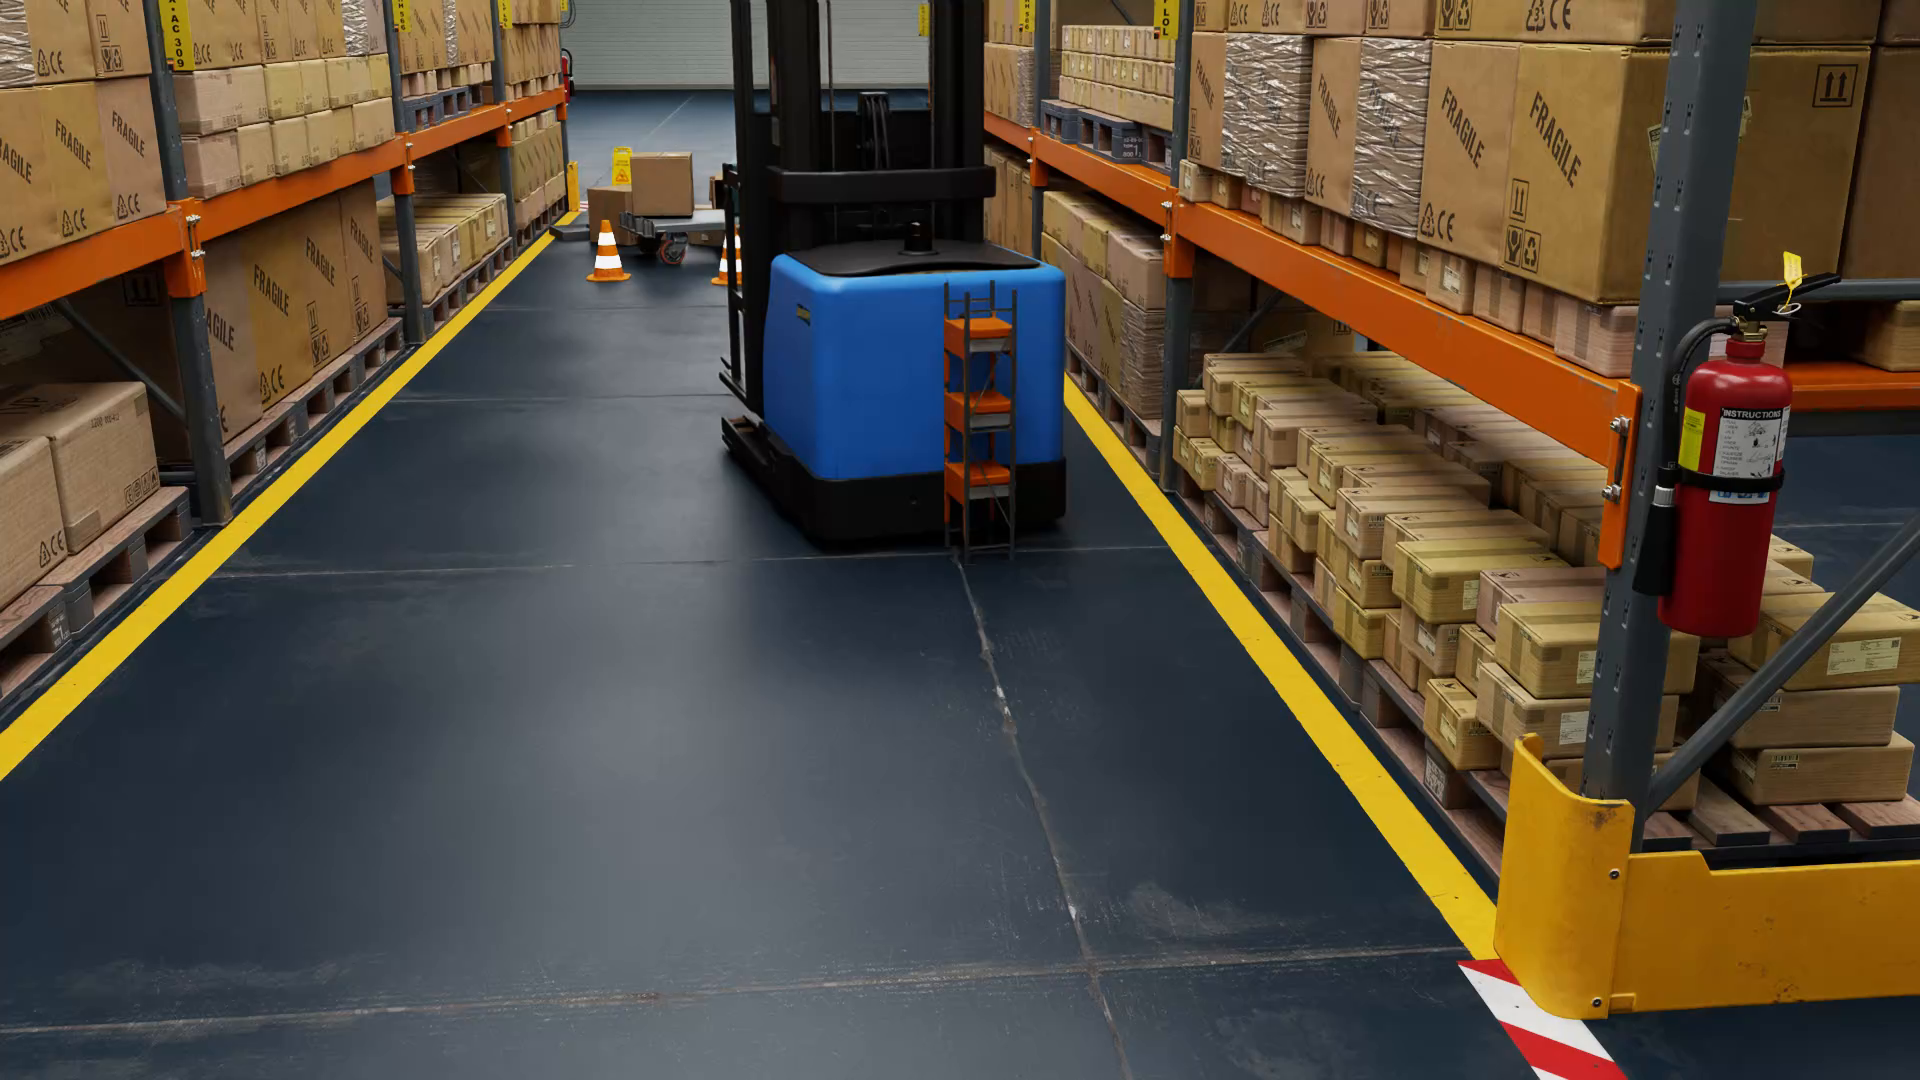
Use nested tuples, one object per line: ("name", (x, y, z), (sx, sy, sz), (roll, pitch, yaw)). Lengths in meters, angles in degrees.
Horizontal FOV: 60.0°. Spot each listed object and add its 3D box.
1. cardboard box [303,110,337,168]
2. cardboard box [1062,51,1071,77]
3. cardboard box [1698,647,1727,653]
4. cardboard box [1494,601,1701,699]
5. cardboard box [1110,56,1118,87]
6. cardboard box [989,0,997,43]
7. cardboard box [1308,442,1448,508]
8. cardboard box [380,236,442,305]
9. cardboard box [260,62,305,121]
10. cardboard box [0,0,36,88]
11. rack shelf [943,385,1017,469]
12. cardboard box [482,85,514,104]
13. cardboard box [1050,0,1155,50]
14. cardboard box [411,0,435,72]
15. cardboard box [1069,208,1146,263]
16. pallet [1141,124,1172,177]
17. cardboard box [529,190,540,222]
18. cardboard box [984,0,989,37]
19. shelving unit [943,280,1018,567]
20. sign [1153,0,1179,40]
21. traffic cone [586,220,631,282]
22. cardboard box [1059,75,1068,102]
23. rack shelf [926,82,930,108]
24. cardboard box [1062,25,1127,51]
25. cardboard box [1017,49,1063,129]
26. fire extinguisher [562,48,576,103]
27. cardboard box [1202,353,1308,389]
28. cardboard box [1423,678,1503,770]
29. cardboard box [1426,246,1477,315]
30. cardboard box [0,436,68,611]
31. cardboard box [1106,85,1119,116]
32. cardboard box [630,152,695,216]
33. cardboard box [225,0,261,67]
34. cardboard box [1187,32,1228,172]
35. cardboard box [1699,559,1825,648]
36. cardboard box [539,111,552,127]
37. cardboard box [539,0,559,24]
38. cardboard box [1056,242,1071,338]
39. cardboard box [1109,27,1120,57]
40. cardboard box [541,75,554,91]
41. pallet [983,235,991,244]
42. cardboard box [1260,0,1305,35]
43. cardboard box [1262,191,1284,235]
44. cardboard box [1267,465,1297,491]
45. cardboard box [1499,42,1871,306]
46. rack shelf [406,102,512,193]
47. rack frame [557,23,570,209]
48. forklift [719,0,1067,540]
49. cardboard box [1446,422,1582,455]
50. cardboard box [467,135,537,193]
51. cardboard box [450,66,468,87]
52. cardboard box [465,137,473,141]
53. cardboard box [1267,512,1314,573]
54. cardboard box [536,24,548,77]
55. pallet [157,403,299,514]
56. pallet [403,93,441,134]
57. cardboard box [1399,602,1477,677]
("cardboard box", (-3.440, -2.005, 8.305), (0.500, 0.250, 0.500), (-2, 18, -7))
("cardboard box", (0.828, -2.927, 10.216), (0.380, 0.149, 0.250), (-1, 17, -3))
("cardboard box", (2.032, 0.299, 4.279), (0.380, 0.149, 0.250), (-2, 18, -6))
("cardboard box", (1.497, 0.254, 3.924), (0.380, 0.149, 0.250), (-2, 17, -5))
("cardboard box", (0.994, -2.463, 8.738), (0.380, 0.149, 0.250), (-1, 17, -4))
("cardboard box", (0.623, -4.424, 13.924), (0.700, 0.500, 0.500), (-2, 18, -7))
("cardboard box", (1.356, -0.212, 5.410), (0.380, 0.149, 0.250), (-2, 18, -5))
("cardboard box", (-3.983, -1.787, 11.049), (0.950, 0.372, 0.625), (-3, 18, -9))
("cardboard box", (-3.395, -2.093, 7.751), (0.500, 0.250, 0.500), (-2, 17, -5))
("cardboard box", (-3.093, -1.570, 4.835), (0.500, 0.500, 0.500), (-2, 17, -5))
("rack shelf", (0.075, -0.432, 6.336), (0.215, 0.259, 0.240), (-6, 18, -17))
("cardboard box", (-4.061, -3.848, 14.345), (0.380, 0.149, 0.250), (-2, 18, -6))
("cardboard box", (0.942, -3.514, 11.026), (0.700, 0.500, 0.500), (-2, 18, -6))
("cardboard box", (-3.812, -3.358, 11.002), (0.500, 0.500, 0.500), (-1, 17, -3))
("cardboard box", (0.899, -1.709, 9.333), (0.500, 0.250, 0.500), (-2, 18, -5))
("pallet", (1.456, -1.804, 7.736), (1.003, 0.211, 1.213), (-2, 18, -6))
("cardboard box", (-4.206, -3.095, 15.418), (0.500, 0.250, 0.500), (-1, 17, -3))
("cardboard box", (0.562, -4.745, 14.729), (0.875, 0.550, 0.550), (-2, 18, -6))
("shelving unit", (0.075, -0.442, 6.333), (0.215, 1.050, 0.252), (-6, 18, -17))
("sign", (0.839, -2.198, 6.736), (0.100, 0.325, 0.005), (-2, 18, -6))
("traffic cone", (-2.827, -2.327, 13.318), (0.336, 0.463, 0.334), (-2, 18, -6))
("cardboard box", (0.823, -2.796, 10.294), (0.380, 0.149, 0.250), (-2, 18, -6))
("rack shelf", (0.359, -4.300, 16.566), (1.077, 0.370, 4.000), (-2, 18, -6))
("cardboard box", (0.833, -3.075, 10.188), (0.380, 0.149, 0.250), (-2, 18, -6))
("cardboard box", (0.664, -3.029, 11.150), (0.500, 0.500, 0.500), (-2, 18, -6))
("fire extinguisher", (-4.314, -5.067, 17.938), (0.296, 0.674, 0.183), (-2, 18, -6))
("cardboard box", (1.220, -0.678, 6.895), (0.380, 0.149, 0.250), (-1, 17, -3))
("cardboard box", (1.414, 0.464, 4.249), (0.380, 0.149, 0.250), (-1, 17, -4))
("cardboard box", (1.410, -0.665, 4.207), (0.380, 0.149, 0.250), (-1, 17, -4))
("cardboard box", (-3.472, -0.001, 5.250), (0.875, 0.438, 0.875), (-2, 18, -7))
("cardboard box", (0.988, -2.324, 8.789), (0.380, 0.149, 0.250), (-2, 18, -7))
("cardboard box", (-2.580, -3.096, 14.441), (0.500, 0.500, 0.500), (-2, 18, -6))
("cardboard box", (-3.362, -2.296, 7.146), (0.500, 0.500, 0.500), (-2, 18, -6))
("cardboard box", (1.191, -1.698, 6.413), (0.500, 0.500, 0.500), (-2, 18, -7))
("cardboard box", (1.939, 0.159, 4.227), (0.380, 0.149, 0.250), (-1, 17, -5))
("cardboard box", (-4.291, -4.198, 16.597), (0.380, 0.149, 0.250), (-1, 17, -5))
("cardboard box", (-4.291, -5.277, 16.145), (0.700, 0.500, 0.500), (-2, 18, -6))
("cardboard box", (0.853, -1.495, 9.902), (0.500, 0.500, 0.500), (-2, 17, -5))
("cardboard box", (0.992, -2.610, 8.708), (0.380, 0.149, 0.250), (-2, 18, -6))
("cardboard box", (-4.311, -4.606, 16.760), (0.380, 0.149, 0.250), (-1, 17, -5))
("pallet", (0.720, -2.489, 14.253), (1.003, 0.211, 1.213), (-2, 18, -6))
("cardboard box", (1.285, -1.883, 5.335), (0.500, 0.500, 0.500), (-1, 17, -5))
("cardboard box", (1.258, -1.138, 5.714), (0.380, 0.149, 0.250), (-1, 17, -5))
("cardboard box", (1.316, -0.220, 5.933), (0.380, 0.149, 0.250), (-1, 17, -3))
("cardboard box", (1.501, -0.787, 3.513), (0.500, 0.500, 0.500), (-1, 17, -5))
("rack shelf", (-4.141, -2.925, 12.187), (1.077, 0.370, 4.000), (-2, 18, -6))
("rack frame", (-4.760, -5.056, 17.773), (1.000, 3.000, 0.127), (-2, 18, -6))
("forklift", (-0.515, -1.800, 7.518), (1.130, 2.935, 3.031), (-6, 18, -17))
("cardboard box", (1.894, -0.303, 5.700), (0.380, 0.149, 0.250), (-2, 18, -8))
("cardboard box", (-4.207, -3.453, 15.307), (0.500, 0.500, 0.500), (-1, 17, -3))
("cardboard box", (-3.929, -3.495, 12.521), (0.380, 0.149, 0.250), (-2, 18, -6))
("cardboard box", (-4.730, -3.430, 15.231), (0.500, 0.500, 0.500), (-1, 17, -5))
("cardboard box", (1.283, 0.000, 5.727), (0.380, 0.149, 0.250), (-2, 18, -7))
("cardboard box", (-4.335, -4.794, 16.274), (0.500, 0.500, 0.500), (-2, 18, -6))
("pallet", (-3.677, -0.378, 7.527), (1.003, 0.211, 1.213), (-2, 18, -6))
("pallet", (-4.115, -2.790, 10.875), (1.213, 0.211, 1.003), (-2, 18, -6))
("cardboard box", (1.409, 0.243, 4.457), (0.380, 0.149, 0.250), (-2, 18, -8))
